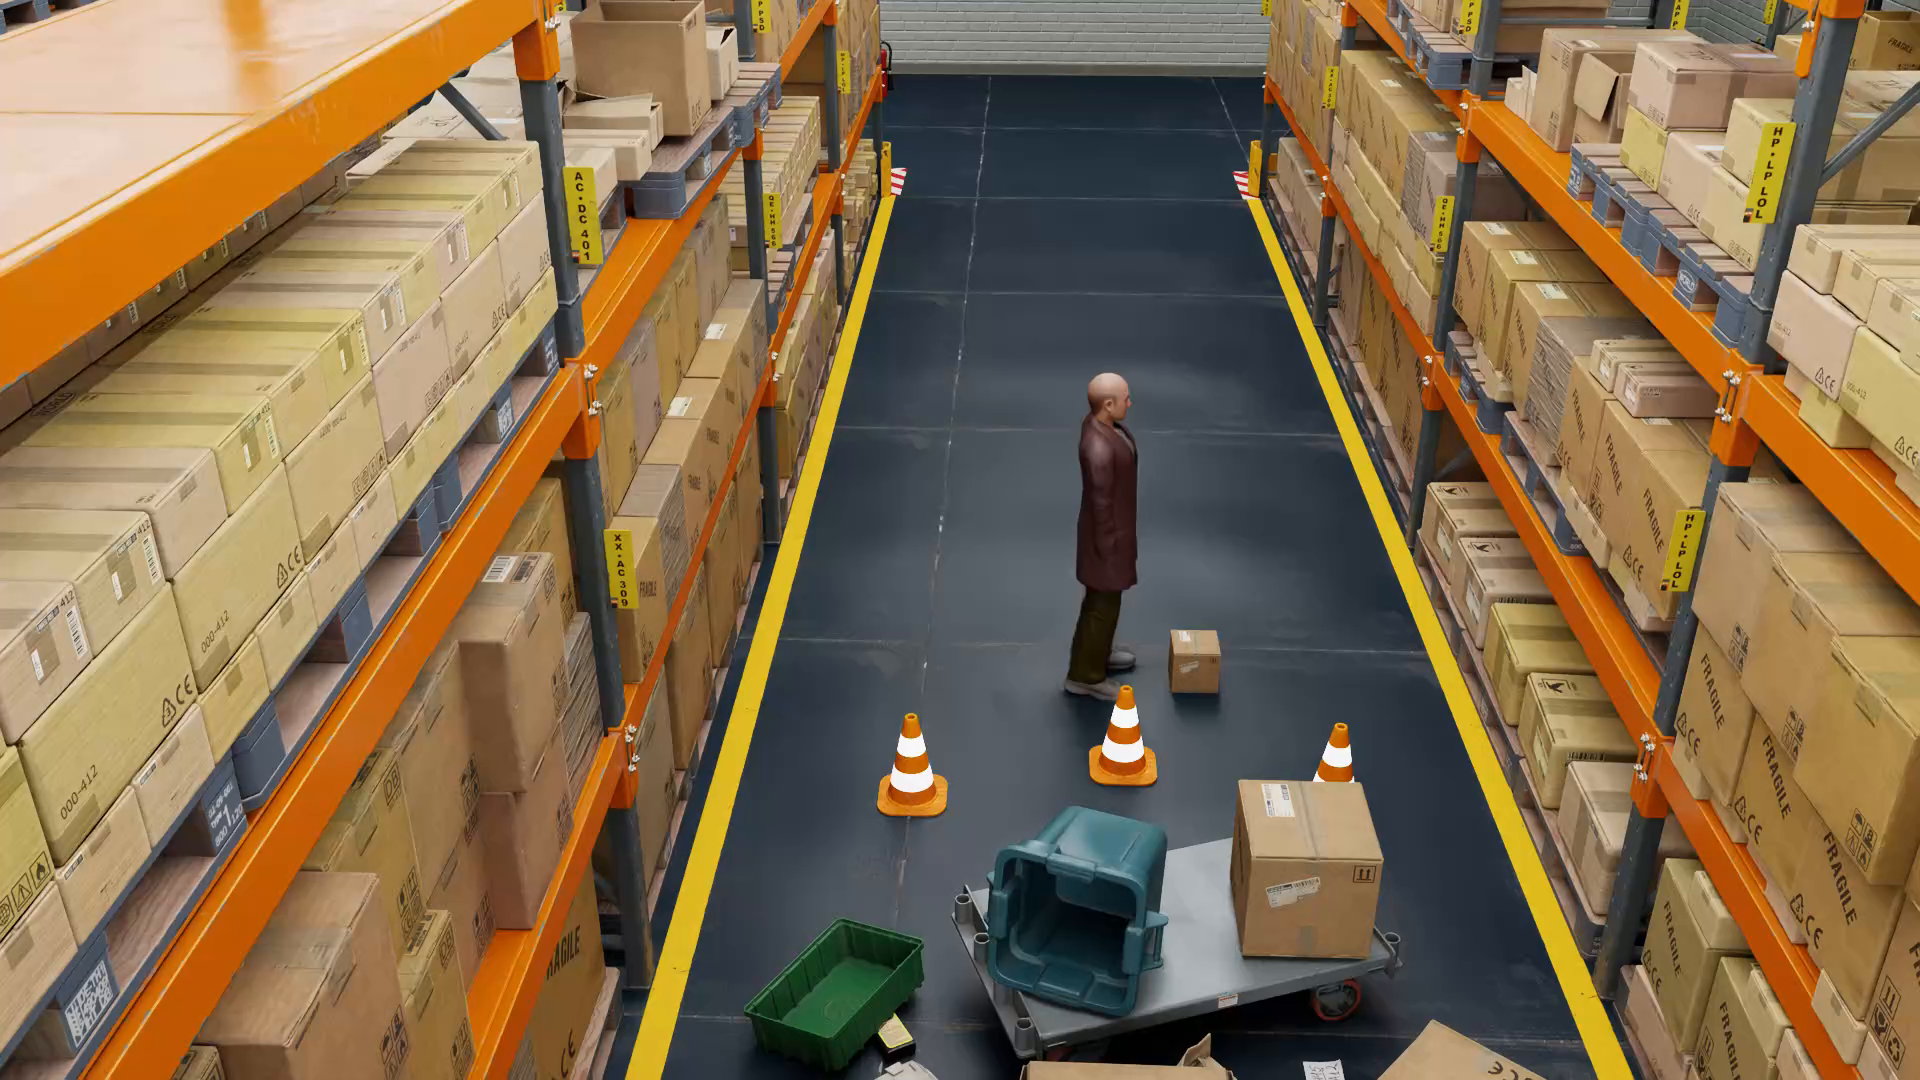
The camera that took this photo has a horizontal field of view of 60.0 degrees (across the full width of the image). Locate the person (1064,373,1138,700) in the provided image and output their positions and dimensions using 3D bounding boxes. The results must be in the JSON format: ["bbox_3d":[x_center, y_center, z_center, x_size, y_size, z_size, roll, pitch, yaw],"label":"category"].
[{"bbox_3d":[0.768,-0.031,8.723,0.399,1.797,0.563,2,28,3],"label":"person"}]
